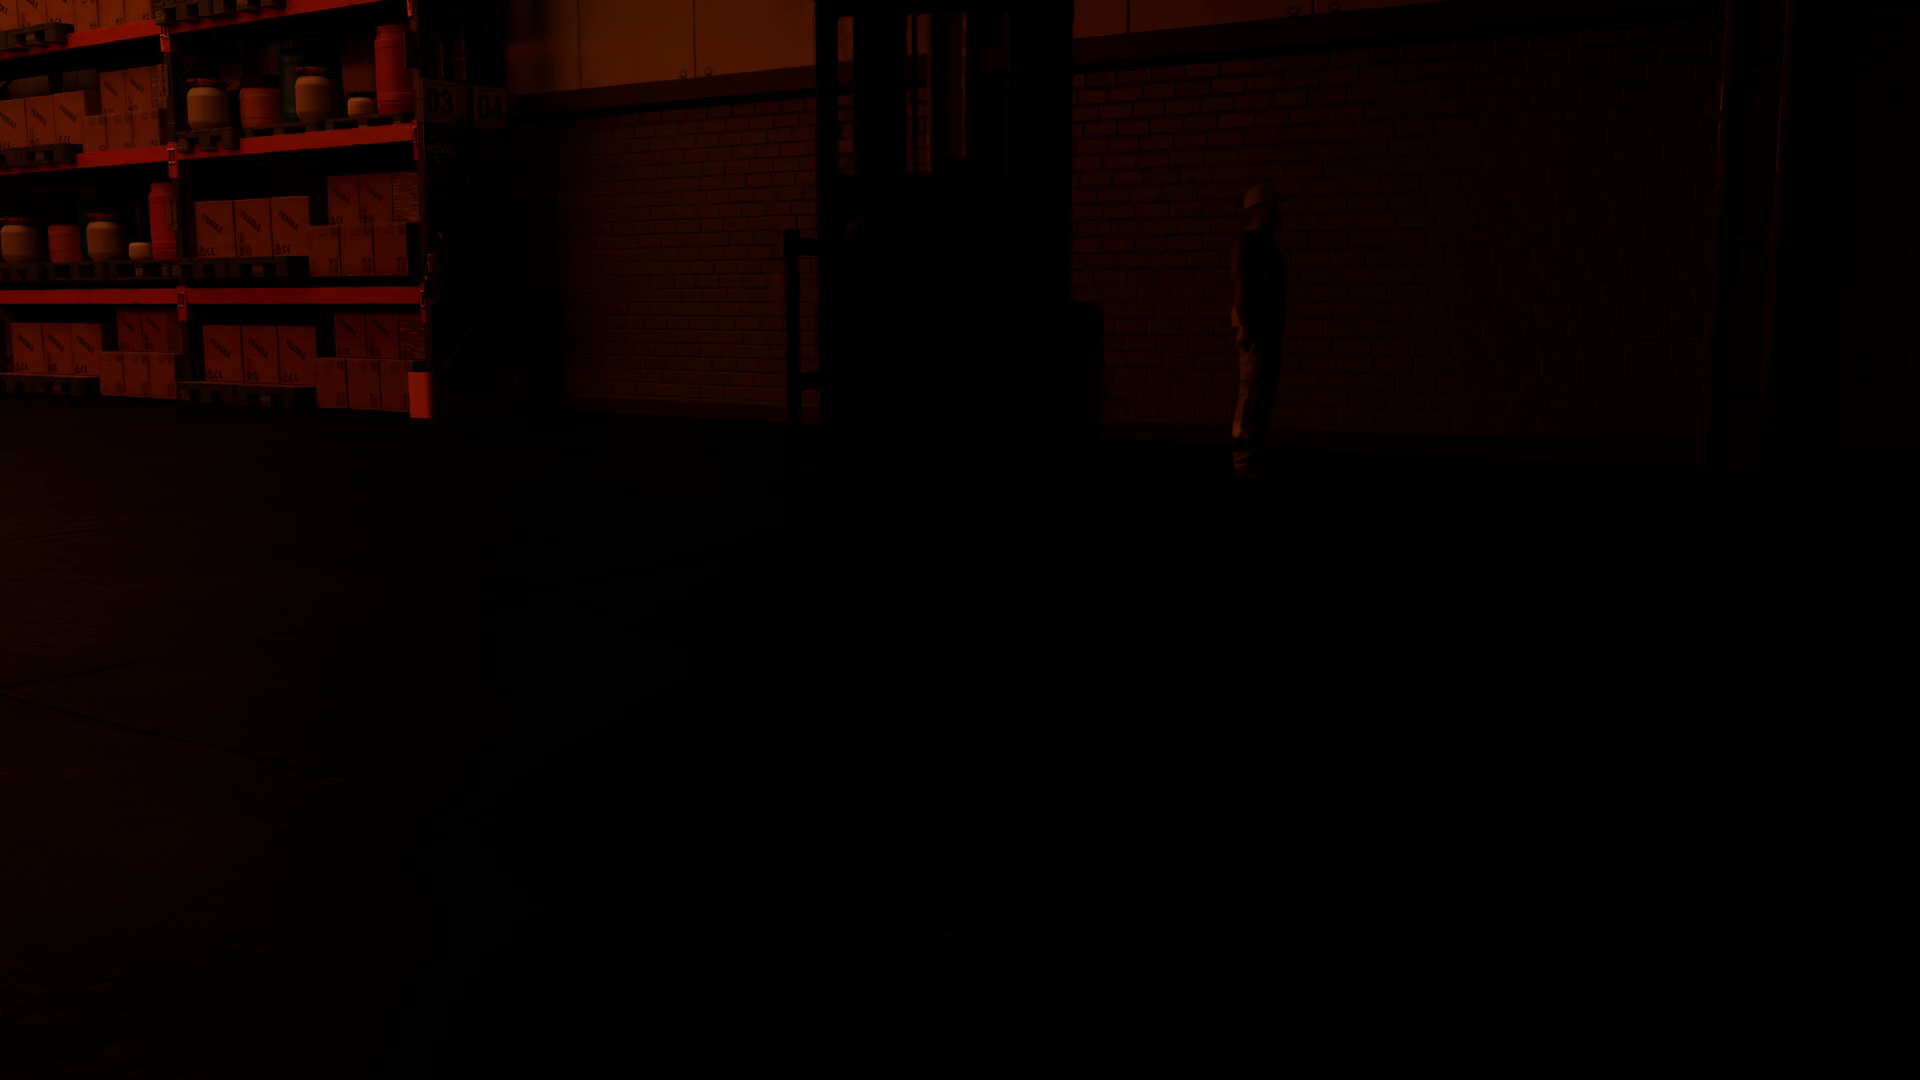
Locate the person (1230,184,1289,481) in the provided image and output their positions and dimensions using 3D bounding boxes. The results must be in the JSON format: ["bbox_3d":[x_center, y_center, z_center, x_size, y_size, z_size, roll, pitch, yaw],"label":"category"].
[{"bbox_3d":[1.861,-1.275,10.218,0.370,1.795,0.595,4,9,24],"label":"person"}]

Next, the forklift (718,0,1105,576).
[{"bbox_3d":[-0.133,-1.366,6.802,1.130,2.935,3.031,2,8,14],"label":"forklift"}]
